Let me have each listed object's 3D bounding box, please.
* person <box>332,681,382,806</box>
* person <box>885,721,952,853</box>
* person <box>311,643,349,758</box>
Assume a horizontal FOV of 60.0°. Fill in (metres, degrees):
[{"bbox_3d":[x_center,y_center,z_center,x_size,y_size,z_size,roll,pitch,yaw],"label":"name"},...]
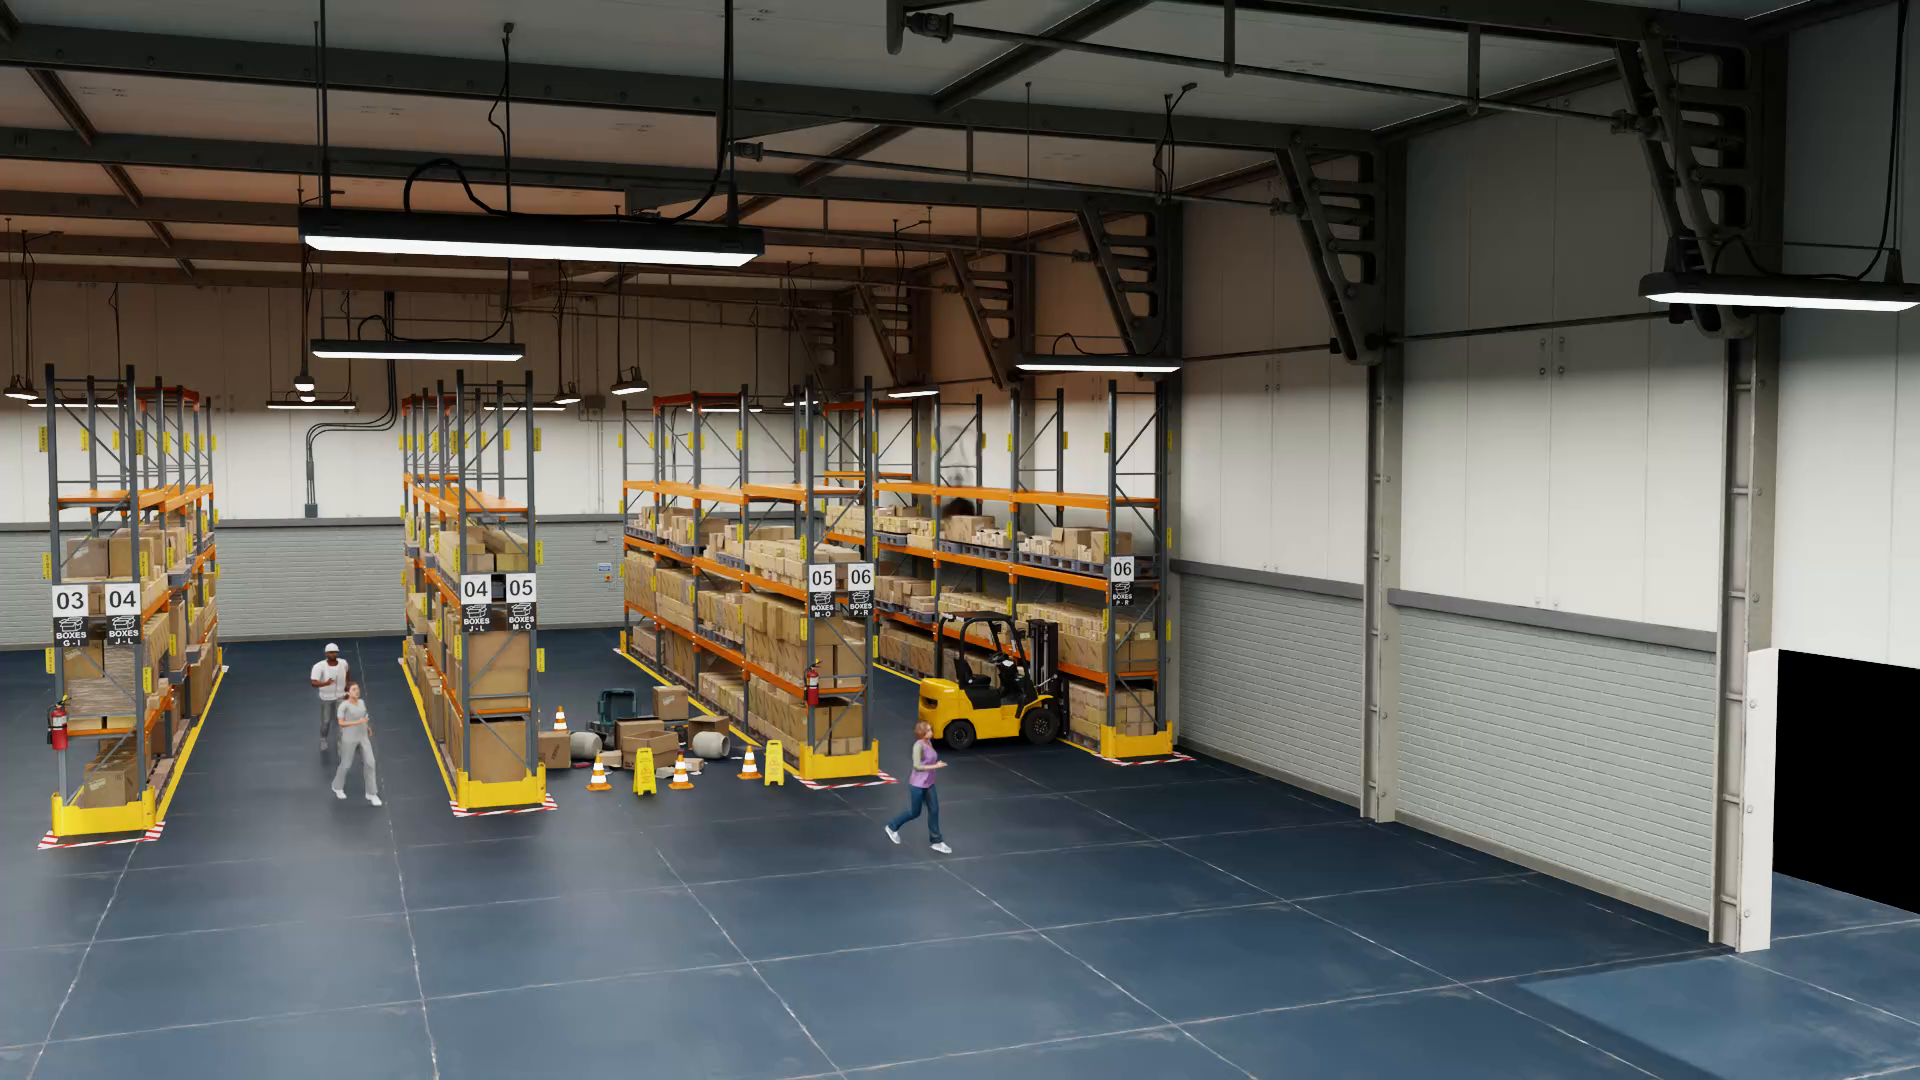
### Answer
[{"bbox_3d":[-8.384,2.810,23.043,0.873,1.678,0.560,3,4,38],"label":"person"},{"bbox_3d":[-0.496,3.008,20.298,0.881,1.560,0.537,2,4,25],"label":"person"},{"bbox_3d":[-10.053,2.544,26.611,0.681,1.803,0.897,-2,4,-35],"label":"person"}]
